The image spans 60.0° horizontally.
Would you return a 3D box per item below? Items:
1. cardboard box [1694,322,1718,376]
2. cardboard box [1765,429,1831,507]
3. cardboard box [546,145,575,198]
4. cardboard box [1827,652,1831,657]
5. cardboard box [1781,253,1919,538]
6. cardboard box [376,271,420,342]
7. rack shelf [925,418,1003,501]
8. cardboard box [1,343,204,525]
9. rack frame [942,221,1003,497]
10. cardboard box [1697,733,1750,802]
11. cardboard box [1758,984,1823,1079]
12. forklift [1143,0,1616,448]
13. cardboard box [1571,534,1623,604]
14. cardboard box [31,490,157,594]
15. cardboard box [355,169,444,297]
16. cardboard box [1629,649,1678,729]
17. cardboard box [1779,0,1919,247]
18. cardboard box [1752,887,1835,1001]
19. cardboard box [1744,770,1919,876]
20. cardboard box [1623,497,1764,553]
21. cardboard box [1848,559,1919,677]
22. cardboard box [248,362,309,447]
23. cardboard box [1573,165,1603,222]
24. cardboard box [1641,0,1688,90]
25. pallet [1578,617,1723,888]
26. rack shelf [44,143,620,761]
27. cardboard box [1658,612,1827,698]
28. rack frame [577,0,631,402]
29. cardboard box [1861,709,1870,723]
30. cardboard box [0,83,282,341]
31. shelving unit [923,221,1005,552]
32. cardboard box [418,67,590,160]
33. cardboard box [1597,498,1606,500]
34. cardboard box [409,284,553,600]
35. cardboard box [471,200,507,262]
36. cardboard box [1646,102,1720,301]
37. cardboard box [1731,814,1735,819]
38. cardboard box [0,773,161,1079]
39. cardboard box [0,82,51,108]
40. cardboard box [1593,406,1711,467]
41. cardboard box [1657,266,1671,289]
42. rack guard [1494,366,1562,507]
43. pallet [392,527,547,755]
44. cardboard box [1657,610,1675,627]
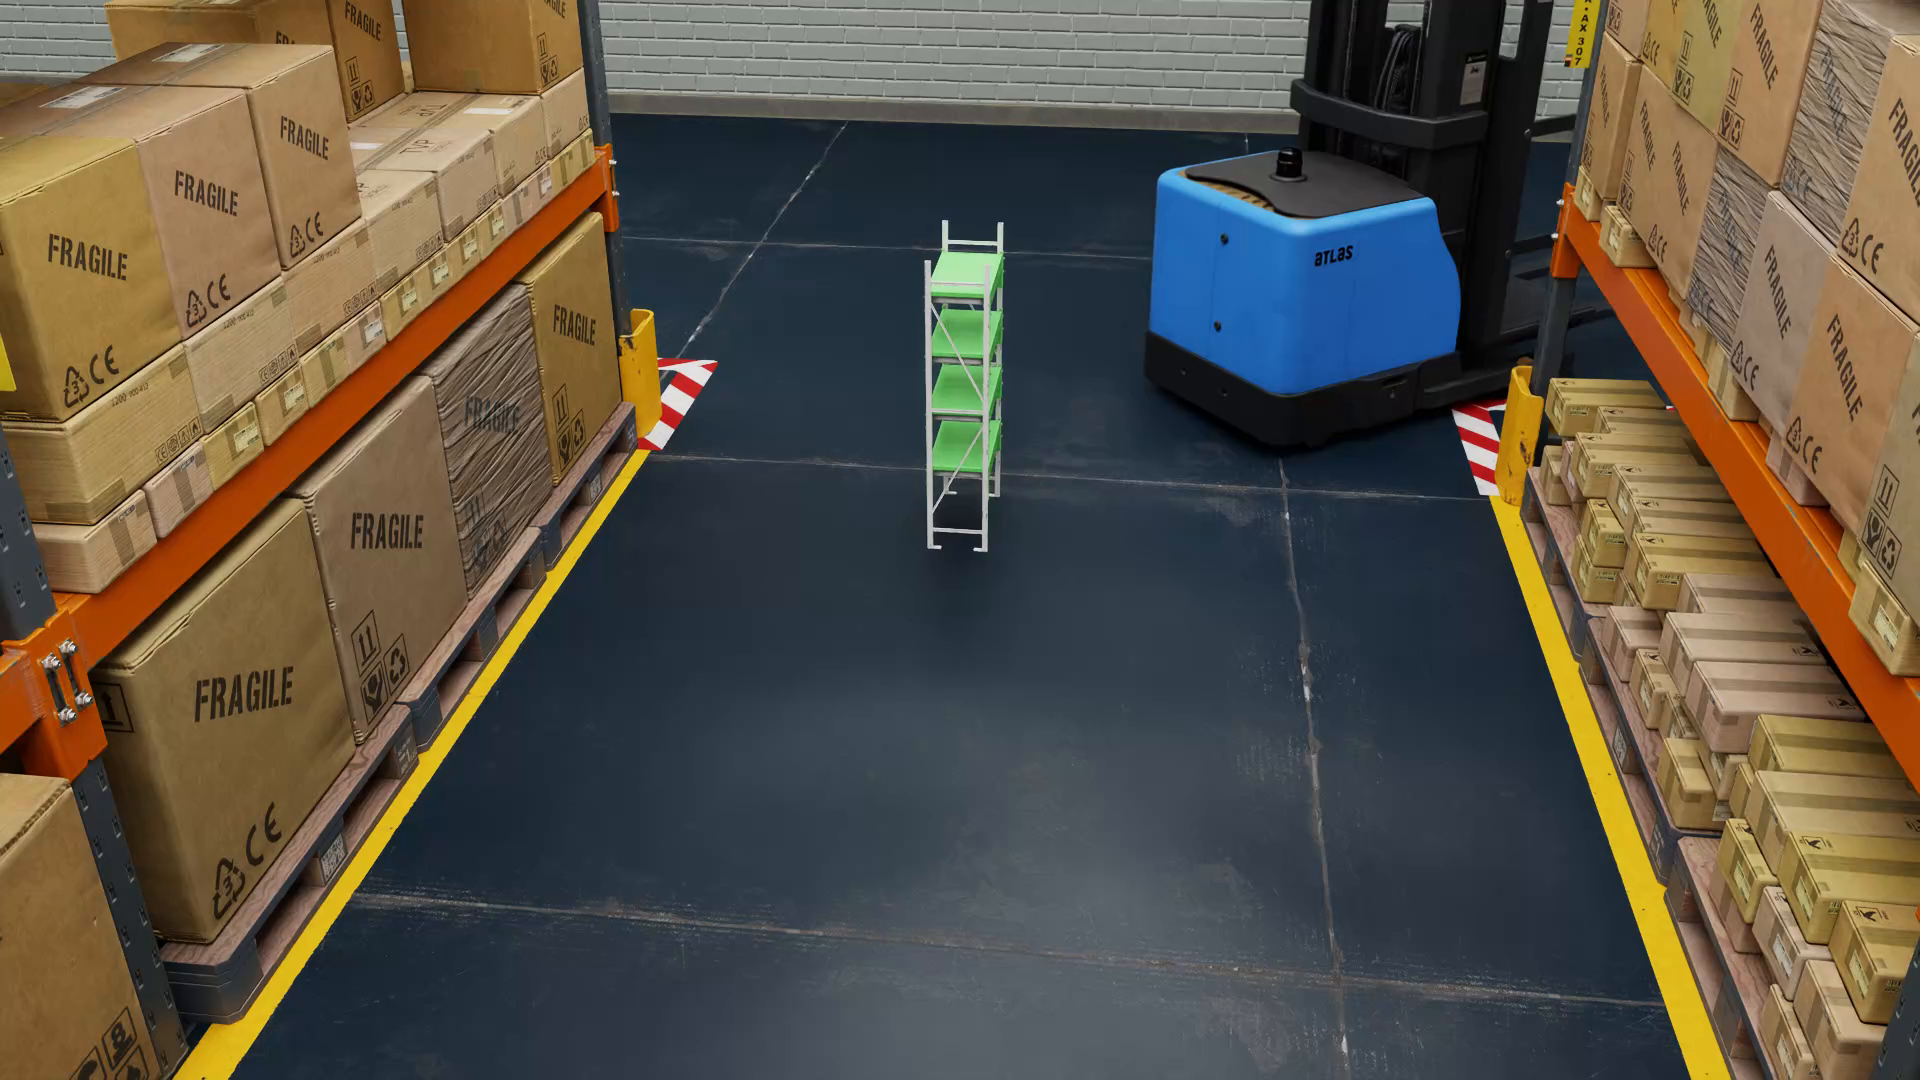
[{"bbox_3d":[2.403,-0.565,4.900,0.380,0.149,0.250,4,29,8],"label":"cardboard box"},{"bbox_3d":[2.296,-0.200,4.223,0.380,0.149,0.250,2,28,4],"label":"cardboard box"},{"bbox_3d":[-1.748,-1.462,6.566,0.380,0.149,0.250,4,29,7],"label":"cardboard box"},{"bbox_3d":[2.965,0.267,5.341,0.380,0.149,0.250,5,29,9],"label":"cardboard box"},{"bbox_3d":[2.262,-0.327,3.774,0.500,0.500,0.500,3,28,5],"label":"cardboard box"},{"bbox_3d":[-1.936,-0.742,5.230,0.380,0.149,0.250,3,28,5],"label":"cardboard box"},{"bbox_3d":[0.020,-0.339,6.754,0.258,0.148,0.480,3,28,6],"label":"rack shelf"},{"bbox_3d":[-2.174,-0.270,3.933,0.500,0.250,0.500,3,28,5],"label":"cardboard box"},{"bbox_3d":[0.050,-0.721,6.823,0.240,1.200,0.015,3,28,6],"label":"rack frame"},{"bbox_3d":[2.318,0.621,4.685,0.380,0.149,0.250,4,29,7],"label":"cardboard box"},{"bbox_3d":[2.129,1.203,3.918,0.380,0.149,0.250,4,29,7],"label":"cardboard box"},{"bbox_3d":[2.419,-2.209,7.759,3.031,2.935,1.130,-16,32,-27],"label":"forklift"},{"bbox_3d":[2.412,0.111,5.943,0.380,0.149,0.250,4,29,7],"label":"cardboard box"},{"bbox_3d":[-2.125,-0.008,3.868,0.380,0.149,0.250,3,29,6],"label":"cardboard box"},{"bbox_3d":[-1.982,-0.979,5.250,0.500,0.250,0.500,3,29,6],"label":"cardboard box"},{"bbox_3d":[2.351,0.481,5.257,0.380,0.149,0.250,3,28,6],"label":"cardboard box"},{"bbox_3d":[2.343,-0.999,3.968,0.500,0.500,0.500,4,29,8],"label":"cardboard box"},{"bbox_3d":[2.163,0.981,4.015,0.380,0.149,0.250,2,28,4],"label":"cardboard box"},{"bbox_3d":[2.219,0.722,4.182,0.380,0.149,0.250,3,28,6],"label":"cardboard box"},{"bbox_3d":[2.443,-0.011,5.544,0.380,0.149,0.250,4,29,8],"label":"cardboard box"},{"bbox_3d":[2.145,0.172,3.533,0.380,0.149,0.250,3,28,5],"label":"cardboard box"},{"bbox_3d":[-2.031,-0.380,4.557,0.380,0.149,0.250,3,28,5],"label":"cardboard box"},{"bbox_3d":[2.544,-1.302,6.269,0.380,0.149,0.250,3,28,6],"label":"cardboard box"},{"bbox_3d":[2.535,-1.727,5.320,0.500,0.500,0.500,4,29,8],"label":"cardboard box"},{"bbox_3d":[2.613,0.670,5.283,1.003,0.211,1.213,3,28,6],"label":"pallet"},{"bbox_3d":[-2.246,-0.624,5.503,1.077,0.370,4.000,3,28,6],"label":"rack shelf"},{"bbox_3d":[2.291,0.344,4.884,0.380,0.149,0.250,2,28,4],"label":"cardboard box"},{"bbox_3d":[-2.001,-1.882,7.080,1.000,3.000,0.127,3,28,6],"label":"rack frame"},{"bbox_3d":[2.901,0.641,4.960,0.380,0.149,0.250,3,28,5],"label":"cardboard box"},{"bbox_3d":[-2.111,-0.836,4.193,0.500,0.500,0.500,3,28,6],"label":"cardboard box"},{"bbox_3d":[0.020,-0.606,6.610,0.258,1.200,0.503,3,28,6],"label":"shelving unit"},{"bbox_3d":[-1.797,-1.703,6.593,0.500,0.250,0.500,3,28,5],"label":"cardboard box"},{"bbox_3d":[2.558,-0.129,6.076,0.380,0.149,0.250,4,29,7],"label":"cardboard box"},{"bbox_3d":[-2.112,-0.397,6.122,0.875,0.875,0.875,3,28,6],"label":"cardboard box"},{"bbox_3d":[-1.842,-1.104,5.901,0.380,0.149,0.250,3,28,5],"label":"cardboard box"},{"bbox_3d":[2.467,-1.042,5.103,0.500,0.500,0.500,4,29,7],"label":"cardboard box"},{"bbox_3d":[2.365,0.840,4.591,0.380,0.149,0.250,3,28,5],"label":"cardboard box"},{"bbox_3d":[-2.550,1.054,3.428,1.225,0.875,0.875,3,29,6],"label":"cardboard box"},{"bbox_3d":[-2.635,-0.862,4.240,0.500,0.500,0.500,4,29,7],"label":"cardboard box"},{"bbox_3d":[2.593,-0.374,6.217,0.380,0.149,0.250,4,29,7],"label":"cardboard box"},{"bbox_3d":[2.572,-0.926,5.571,0.380,0.149,0.250,5,29,9],"label":"cardboard box"},{"bbox_3d":[2.899,-0.410,6.983,1.175,0.500,0.348,3,28,6],"label":"rack guard"},{"bbox_3d":[-2.174,0.299,5.972,1.003,0.211,1.213,3,28,6],"label":"pallet"},{"bbox_3d":[2.489,0.246,5.380,0.380,0.149,0.250,5,29,9],"label":"cardboard box"}]
